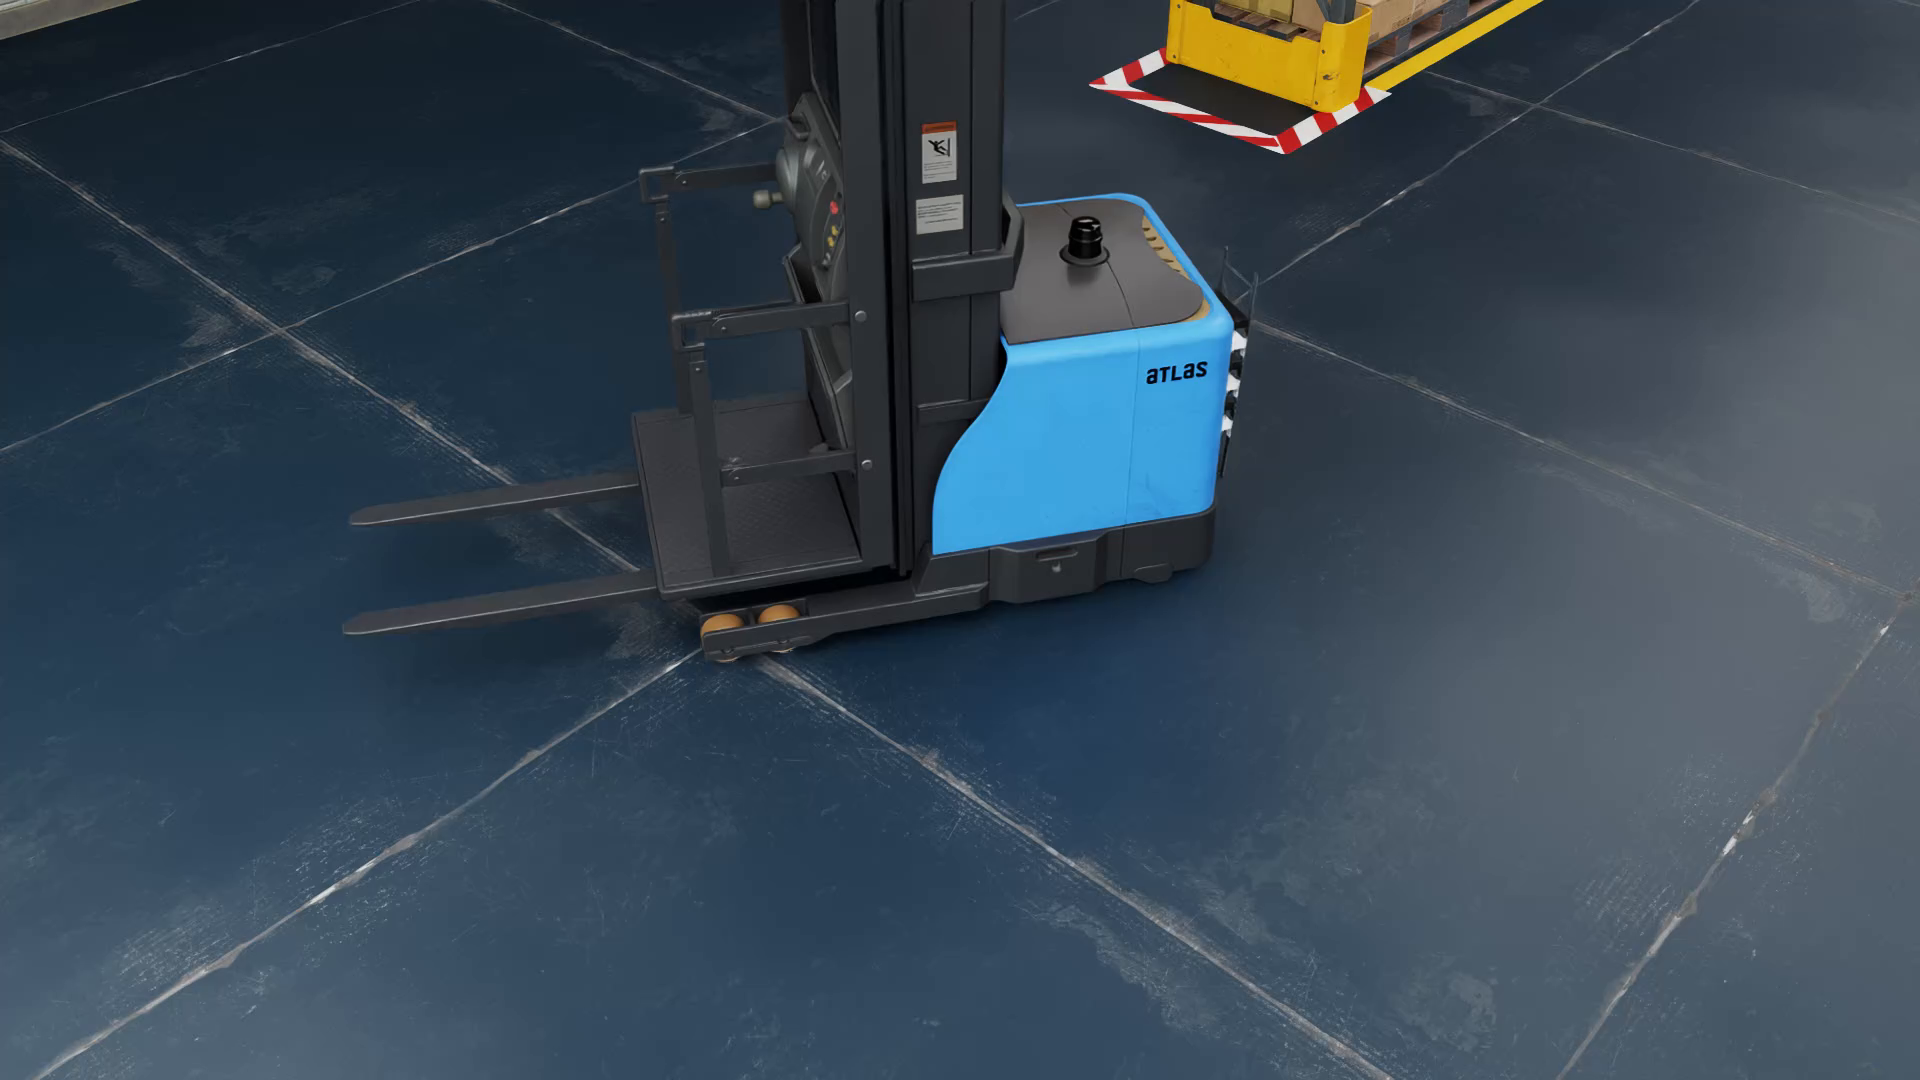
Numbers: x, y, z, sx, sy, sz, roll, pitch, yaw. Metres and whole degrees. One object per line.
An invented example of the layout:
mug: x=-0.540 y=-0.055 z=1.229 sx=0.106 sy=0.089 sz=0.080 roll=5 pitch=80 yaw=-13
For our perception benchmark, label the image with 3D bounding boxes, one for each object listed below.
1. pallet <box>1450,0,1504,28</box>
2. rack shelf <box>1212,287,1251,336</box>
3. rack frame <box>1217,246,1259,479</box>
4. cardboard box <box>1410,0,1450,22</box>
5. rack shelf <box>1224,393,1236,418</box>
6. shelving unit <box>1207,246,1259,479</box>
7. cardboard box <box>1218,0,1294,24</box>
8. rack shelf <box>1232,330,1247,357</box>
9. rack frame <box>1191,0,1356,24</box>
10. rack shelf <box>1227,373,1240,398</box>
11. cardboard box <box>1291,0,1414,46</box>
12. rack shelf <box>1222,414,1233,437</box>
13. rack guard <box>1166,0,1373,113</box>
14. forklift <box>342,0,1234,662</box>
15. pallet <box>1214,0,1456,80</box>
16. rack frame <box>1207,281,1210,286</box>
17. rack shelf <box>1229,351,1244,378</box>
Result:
pallet: x=3.060 y=-3.699 z=10.732 sx=1.003 sy=0.211 sz=1.213 roll=30 pitch=47 yaw=32
rack shelf: x=0.928 y=-0.836 z=6.191 sx=0.200 sy=0.077 sz=0.258 roll=-12 pitch=40 yaw=-19
rack frame: x=1.011 y=-0.669 z=6.368 sx=0.006 sy=0.900 sz=0.240 roll=-12 pitch=40 yaw=-19
cardboard box: x=2.612 y=-3.336 z=9.907 sx=0.500 sy=0.250 sz=0.500 roll=30 pitch=47 yaw=32
rack shelf: x=0.911 y=-0.551 z=6.409 sx=0.200 sy=0.077 sz=0.258 roll=-12 pitch=40 yaw=-19
shelving unit: x=0.917 y=-0.649 z=6.334 sx=0.210 sy=0.900 sz=0.258 roll=-12 pitch=40 yaw=-19
cardboard box: x=1.895 y=-3.322 z=9.889 sx=0.500 sy=0.250 sz=0.500 roll=30 pitch=47 yaw=32
rack shelf: x=0.924 y=-0.765 z=6.246 sx=0.200 sy=0.077 sz=0.258 roll=-12 pitch=40 yaw=-19
rack frame: x=1.752 y=-3.863 z=8.698 sx=1.000 sy=3.000 sz=0.127 roll=30 pitch=47 yaw=32
rack shelf: x=0.916 y=-0.622 z=6.355 sx=0.200 sy=0.077 sz=0.258 roll=-12 pitch=40 yaw=-19
cardboard box: x=2.278 y=-3.104 z=9.616 sx=0.500 sy=0.250 sz=0.500 roll=30 pitch=47 yaw=32
rack shelf: x=0.907 y=-0.479 z=6.464 sx=0.200 sy=0.077 sz=0.258 roll=-12 pitch=40 yaw=-19
rack guard: x=1.736 y=-2.874 z=9.463 sx=1.175 sy=0.500 sz=0.348 roll=30 pitch=47 yaw=32
forklift: x=-0.655 y=-1.092 z=5.269 sx=3.031 sy=2.935 sz=1.130 roll=-9 pitch=39 yaw=-11
pallet: x=2.237 y=-3.141 z=10.030 sx=1.003 sy=0.211 sz=1.213 roll=30 pitch=47 yaw=32
rack frame: x=0.823 y=-0.629 z=6.301 sx=0.006 sy=0.900 sz=0.240 roll=-12 pitch=40 yaw=-19
rack shelf: x=0.920 y=-0.694 z=6.300 sx=0.200 sy=0.077 sz=0.258 roll=-12 pitch=40 yaw=-19
